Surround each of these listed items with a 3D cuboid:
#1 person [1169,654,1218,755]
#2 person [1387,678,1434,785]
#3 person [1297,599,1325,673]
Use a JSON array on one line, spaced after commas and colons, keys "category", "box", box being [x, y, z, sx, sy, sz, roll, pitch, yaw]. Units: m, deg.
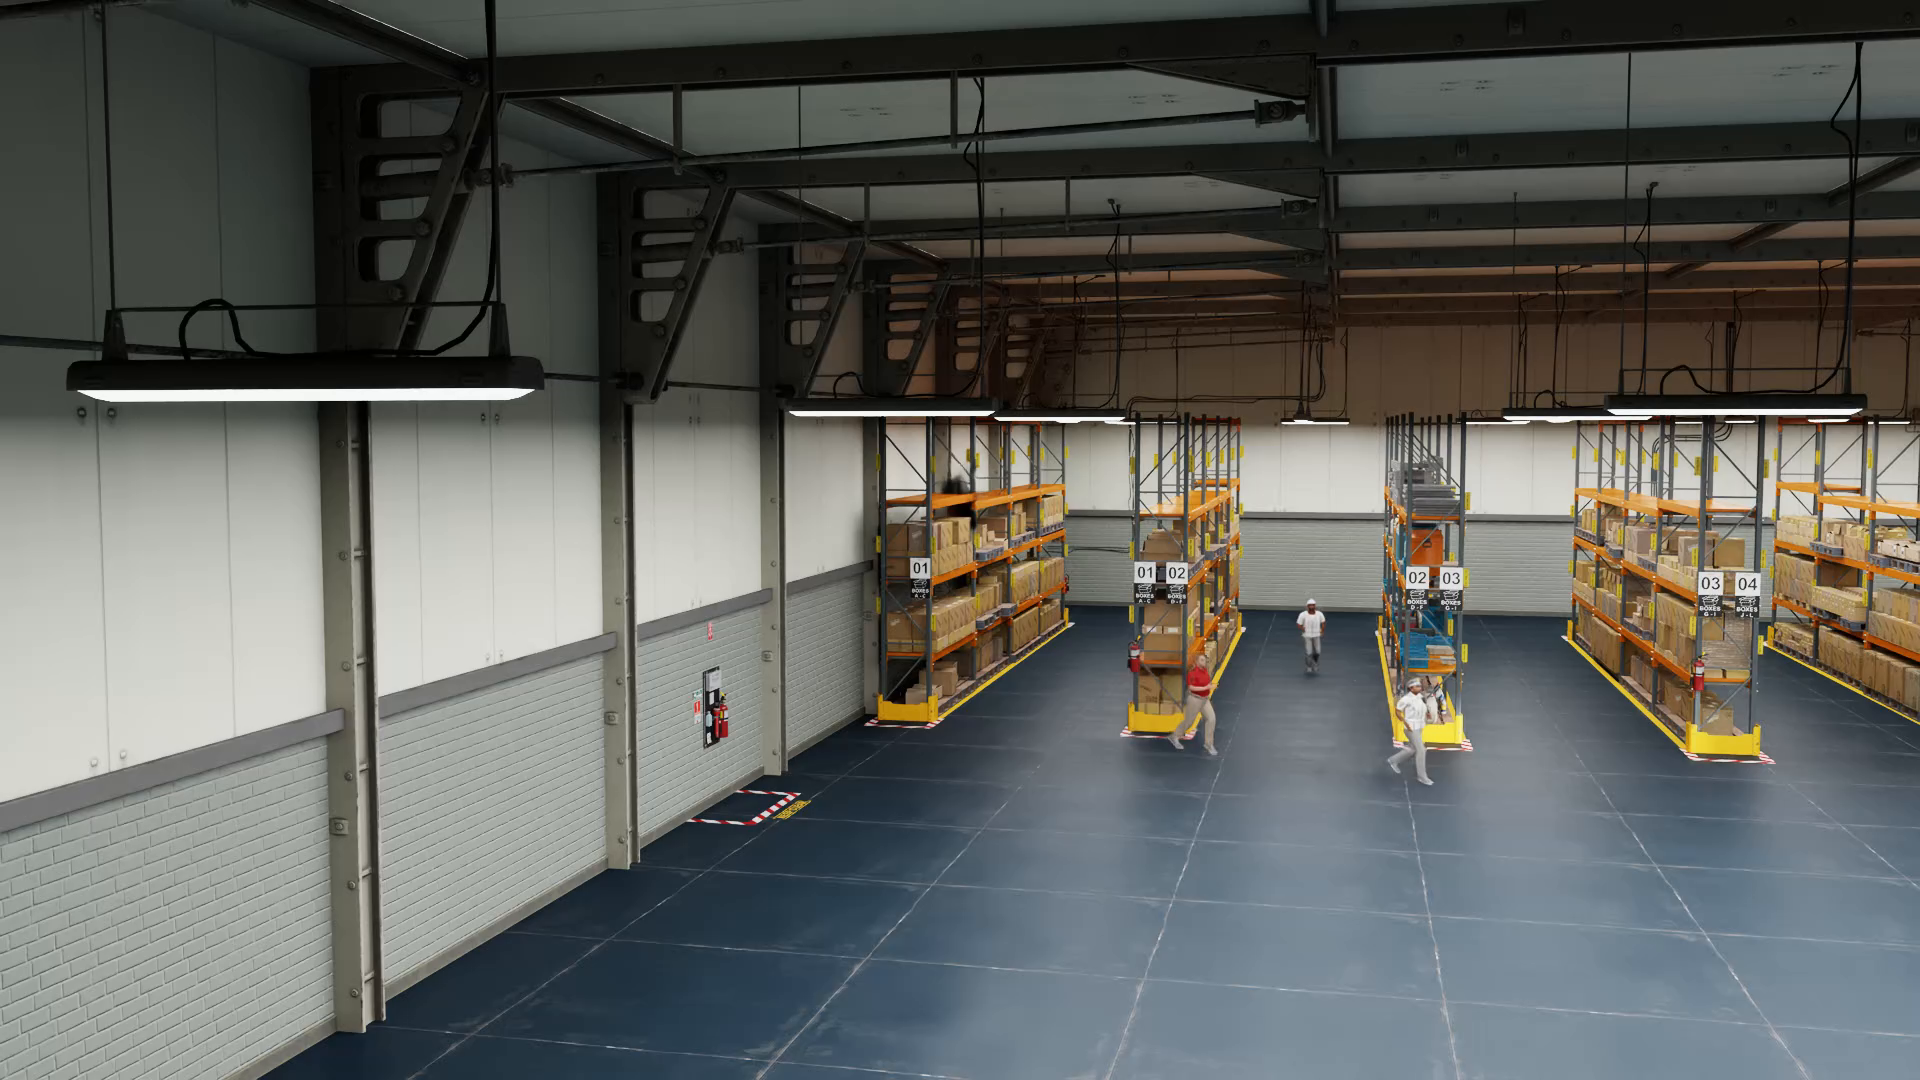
[{"category": "person", "box": [4.163, 2.889, 29.313, 0.672, 1.789, 0.929, -4, 5, -44]}, {"category": "person", "box": [7.322, 3.060, 26.944, 0.843, 1.710, 0.571, 4, 5, 45]}, {"category": "person", "box": [8.172, 2.241, 38.589, 0.681, 1.719, 0.593, 0, 4, 3]}]
